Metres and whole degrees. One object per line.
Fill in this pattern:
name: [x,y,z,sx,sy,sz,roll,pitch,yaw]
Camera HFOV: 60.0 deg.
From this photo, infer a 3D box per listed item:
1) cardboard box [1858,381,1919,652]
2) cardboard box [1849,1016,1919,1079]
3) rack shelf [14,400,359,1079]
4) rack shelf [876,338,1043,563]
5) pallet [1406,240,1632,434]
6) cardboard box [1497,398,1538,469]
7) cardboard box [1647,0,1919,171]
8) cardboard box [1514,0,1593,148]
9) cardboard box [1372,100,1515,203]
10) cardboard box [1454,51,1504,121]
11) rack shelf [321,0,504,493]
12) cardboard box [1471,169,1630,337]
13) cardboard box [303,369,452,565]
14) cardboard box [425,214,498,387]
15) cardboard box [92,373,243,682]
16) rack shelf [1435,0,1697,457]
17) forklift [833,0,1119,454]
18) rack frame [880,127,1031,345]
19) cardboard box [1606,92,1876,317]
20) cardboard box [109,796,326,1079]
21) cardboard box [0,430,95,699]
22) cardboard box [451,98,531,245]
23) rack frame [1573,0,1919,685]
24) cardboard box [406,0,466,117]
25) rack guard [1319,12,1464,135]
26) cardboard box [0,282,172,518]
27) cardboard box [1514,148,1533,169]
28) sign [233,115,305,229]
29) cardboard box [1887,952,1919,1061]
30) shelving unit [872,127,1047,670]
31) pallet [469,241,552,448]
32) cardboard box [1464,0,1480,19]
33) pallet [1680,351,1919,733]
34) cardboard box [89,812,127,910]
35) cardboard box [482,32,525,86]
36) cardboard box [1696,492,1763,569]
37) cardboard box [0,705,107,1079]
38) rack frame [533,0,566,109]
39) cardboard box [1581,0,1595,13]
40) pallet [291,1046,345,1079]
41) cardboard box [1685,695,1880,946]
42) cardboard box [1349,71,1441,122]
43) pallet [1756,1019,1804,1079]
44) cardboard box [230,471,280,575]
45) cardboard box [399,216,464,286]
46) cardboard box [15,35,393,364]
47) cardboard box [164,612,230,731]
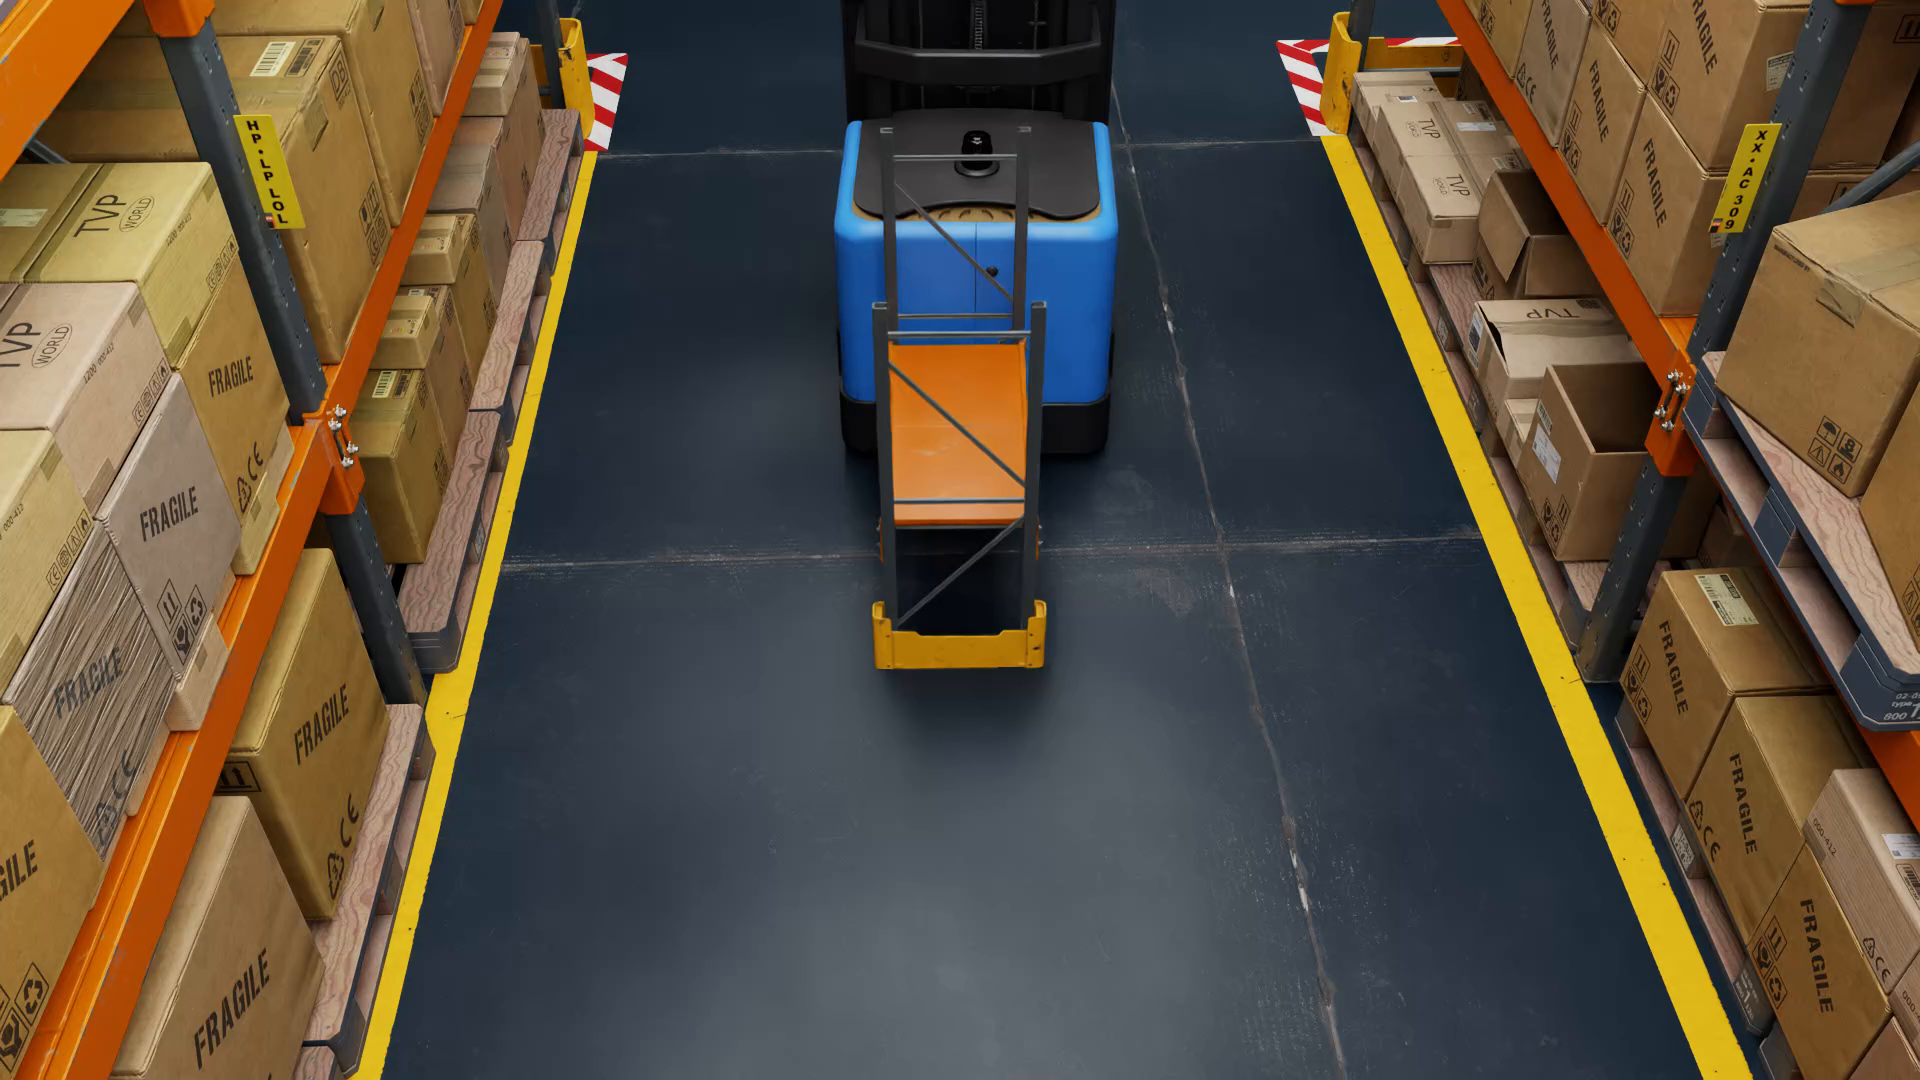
cardboard box: [2.528,-0.067,3.718,0.700,0.500,0.500,5,43,5]
cardboard box: [2.484,1.468,3.953,0.500,0.500,0.500,-3,43,-3]
rack shelf: [-2.226,1.096,3.366,1.077,0.370,4.000,-2,43,-2]
rack shelf: [-0.009,-0.332,5.768,0.538,0.185,1.000,-1,43,-1]
pallet: [2.556,-0.925,7.103,1.003,0.211,1.213,-2,43,-2]
cardboard box: [2.255,-0.403,6.254,0.380,0.149,0.250,-2,43,-2]
cardboard box: [2.358,-1.403,4.747,0.500,0.500,0.500,-1,43,-2]
cardboard box: [2.314,-1.725,5.839,0.500,0.500,0.500,-1,43,-1]
cardboard box: [2.230,-1.800,7.703,0.500,0.250,0.500,-2,43,-2]
cardboard box: [2.738,-2.245,8.004,0.500,0.500,0.500,-2,43,-2]
rack shelf: [-2.395,-1.604,6.313,1.077,0.370,4.000,-2,43,-2]
cardboard box: [2.554,-1.174,6.833,0.797,0.503,0.637,-2,43,-2]
cardboard box: [-2.240,-0.260,5.853,0.700,0.500,0.500,-1,43,-1]
cardboard box: [-2.277,-0.946,6.601,0.700,0.500,0.500,-1,43,-1]
cardboard box: [-2.007,-0.024,3.748,0.500,0.500,0.500,-1,43,-1]
rack shelf: [2.554,-1.749,6.470,1.077,0.370,4.000,-2,43,-2]
forklift: [0.077,-2.392,6.691,1.130,2.935,3.031,1,43,1]
rack frame: [-0.016,-0.808,6.021,0.500,1.500,0.032,-1,43,-1]
cardboard box: [2.361,-1.031,5.081,0.500,0.500,0.500,-1,43,-1]
cardboard box: [-2.112,1.154,4.052,0.750,0.750,0.750,0,43,0]
cardboard box: [-2.001,0.048,3.113,0.500,0.250,0.500,-1,43,-1]
cardboard box: [-2.329,-1.645,7.364,0.700,0.500,0.500,-2,43,-2]
rack frame: [2.639,-0.664,4.754,1.000,3.000,0.127,-2,43,-2]
cardboard box: [-2.383,-1.980,5.968,0.980,0.700,0.700,-4,43,-4]
rack guard: [2.472,-2.391,8.489,1.175,0.500,0.348,-2,43,-2]
cardboard box: [-2.023,-0.296,3.489,0.500,0.250,0.500,-1,43,-1]
cardboard box: [2.748,-1.511,7.387,0.500,0.250,0.500,-2,43,-2]
sign: [-1.769,-0.939,4.256,0.100,0.325,0.005,-2,43,-2]
cardboard box: [2.480,1.166,3.727,0.500,0.250,0.500,-2,43,-3]
shelving unit: [-0.009,-0.470,5.653,0.587,1.500,1.083,-1,43,-1]
pallet: [-2.319,-0.832,7.002,1.003,0.211,1.213,-2,43,-2]
cardboard box: [2.270,-2.407,6.582,0.500,0.500,0.500,-2,43,-2]
pallet: [2.563,-0.050,4.227,1.003,0.211,1.213,-2,43,-2]
cardboard box: [-2.003,0.645,3.497,0.380,0.149,0.250,-3,43,-3]
cardboard box: [-2.163,-2.141,7.425,0.380,0.149,0.250,-2,43,-2]
cardboard box: [2.837,-0.124,5.830,0.500,0.311,0.500,-2,43,-2]
cardboard box: [-1.968,0.652,3.010,0.500,0.500,0.500,-1,43,-1]
rack frame: [-2.480,-3.219,7.542,1.000,3.000,0.127,-2,43,-2]
cardboard box: [2.313,-2.089,5.495,0.500,0.500,0.500,-1,43,-1]
pallet: [-2.148,1.853,4.072,1.003,0.211,1.213,-2,43,-2]
cardboard box: [2.449,0.789,4.694,0.500,0.500,0.500,-1,43,-1]
cardboard box: [2.143,-2.183,8.196,0.380,0.149,0.250,-2,43,-2]
pallet: [2.766,1.738,4.198,1.003,0.211,1.213,-2,43,-2]
cardboard box: [-1.979,-0.044,4.249,0.380,0.149,0.250,-1,43,-1]
cardboard box: [-2.094,-1.088,6.276,0.380,0.149,0.250,-3,43,-3]
cardboard box: [-2.317,-0.996,4.895,0.980,0.700,0.700,-1,43,-1]
cardboard box: [-1.943,0.309,3.864,0.380,0.149,0.250,-2,43,-2]
